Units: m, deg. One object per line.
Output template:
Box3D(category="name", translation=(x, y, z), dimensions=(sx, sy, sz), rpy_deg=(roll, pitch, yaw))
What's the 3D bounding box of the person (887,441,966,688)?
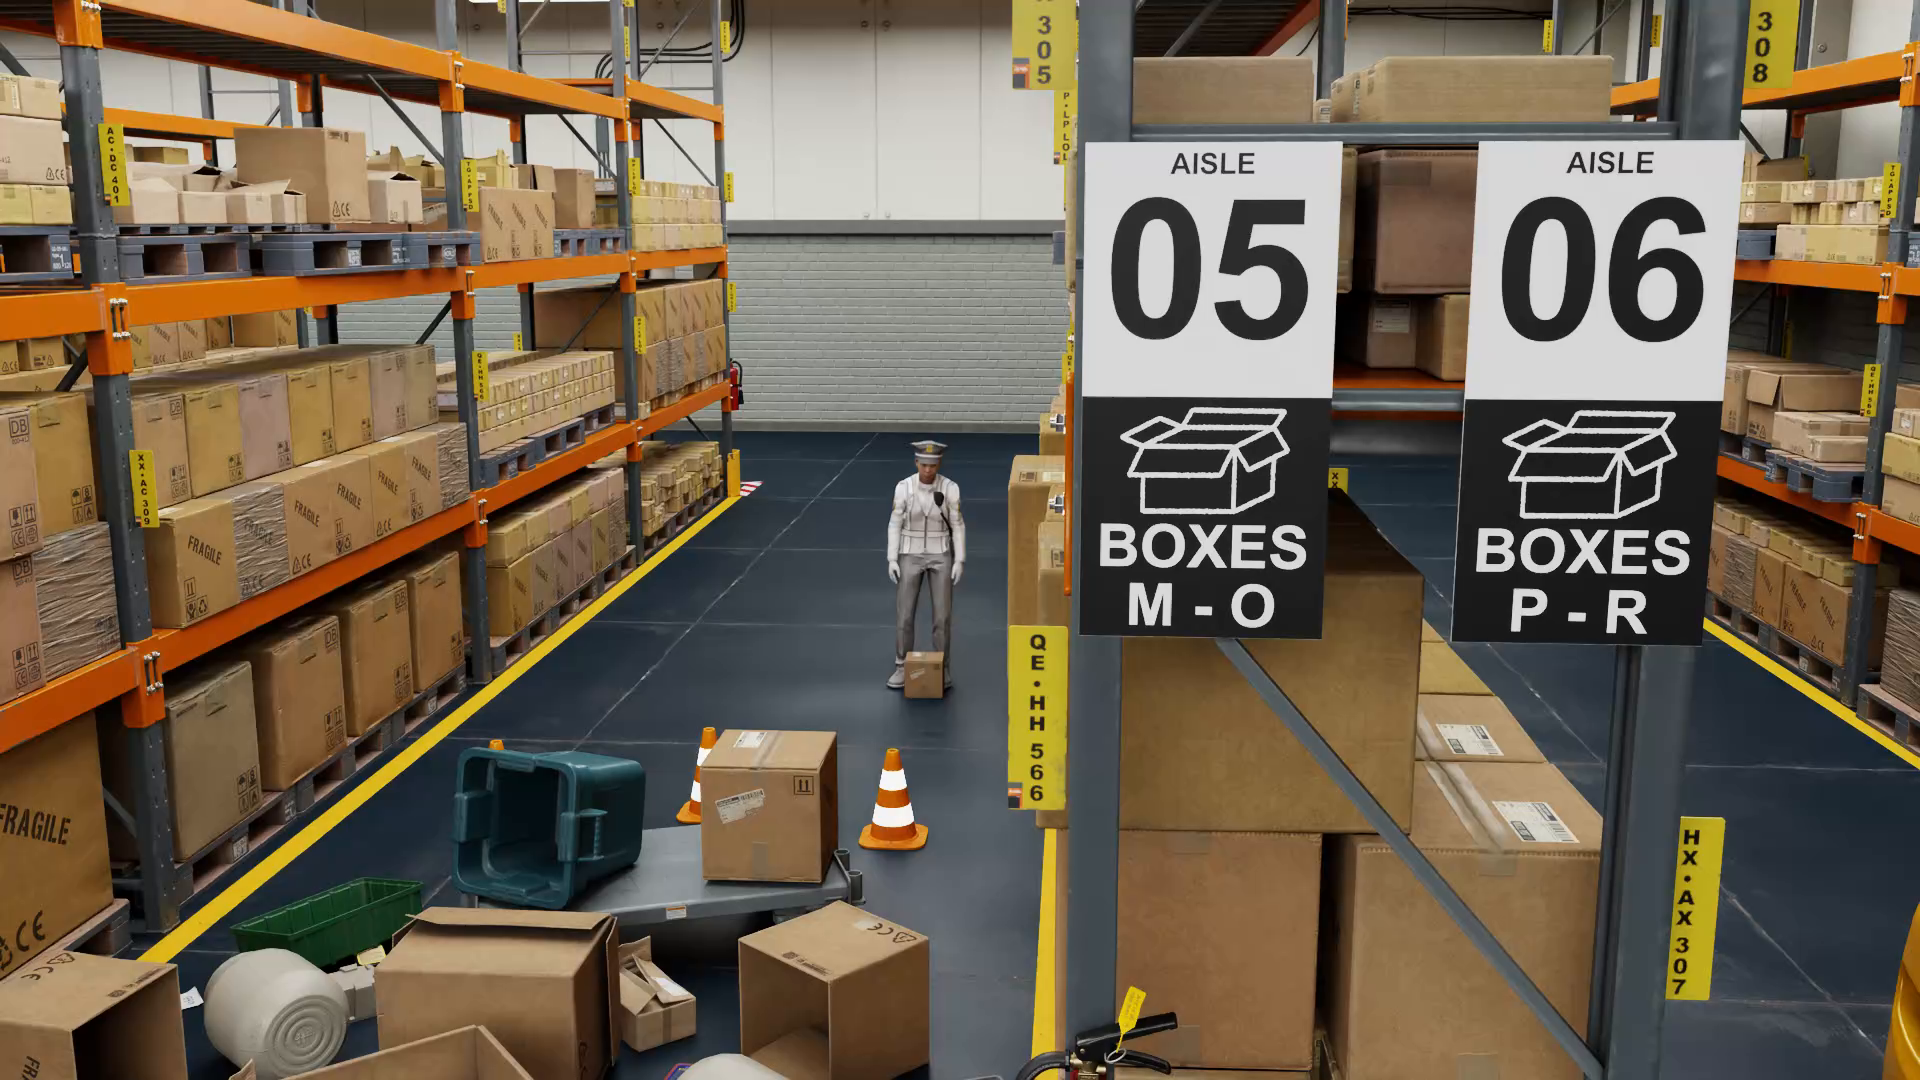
Box3D(category="person", translation=(-0.224, 0.154, 11.117), dimensions=(0.527, 1.662, 0.375), rpy_deg=(0, 11, 1))
